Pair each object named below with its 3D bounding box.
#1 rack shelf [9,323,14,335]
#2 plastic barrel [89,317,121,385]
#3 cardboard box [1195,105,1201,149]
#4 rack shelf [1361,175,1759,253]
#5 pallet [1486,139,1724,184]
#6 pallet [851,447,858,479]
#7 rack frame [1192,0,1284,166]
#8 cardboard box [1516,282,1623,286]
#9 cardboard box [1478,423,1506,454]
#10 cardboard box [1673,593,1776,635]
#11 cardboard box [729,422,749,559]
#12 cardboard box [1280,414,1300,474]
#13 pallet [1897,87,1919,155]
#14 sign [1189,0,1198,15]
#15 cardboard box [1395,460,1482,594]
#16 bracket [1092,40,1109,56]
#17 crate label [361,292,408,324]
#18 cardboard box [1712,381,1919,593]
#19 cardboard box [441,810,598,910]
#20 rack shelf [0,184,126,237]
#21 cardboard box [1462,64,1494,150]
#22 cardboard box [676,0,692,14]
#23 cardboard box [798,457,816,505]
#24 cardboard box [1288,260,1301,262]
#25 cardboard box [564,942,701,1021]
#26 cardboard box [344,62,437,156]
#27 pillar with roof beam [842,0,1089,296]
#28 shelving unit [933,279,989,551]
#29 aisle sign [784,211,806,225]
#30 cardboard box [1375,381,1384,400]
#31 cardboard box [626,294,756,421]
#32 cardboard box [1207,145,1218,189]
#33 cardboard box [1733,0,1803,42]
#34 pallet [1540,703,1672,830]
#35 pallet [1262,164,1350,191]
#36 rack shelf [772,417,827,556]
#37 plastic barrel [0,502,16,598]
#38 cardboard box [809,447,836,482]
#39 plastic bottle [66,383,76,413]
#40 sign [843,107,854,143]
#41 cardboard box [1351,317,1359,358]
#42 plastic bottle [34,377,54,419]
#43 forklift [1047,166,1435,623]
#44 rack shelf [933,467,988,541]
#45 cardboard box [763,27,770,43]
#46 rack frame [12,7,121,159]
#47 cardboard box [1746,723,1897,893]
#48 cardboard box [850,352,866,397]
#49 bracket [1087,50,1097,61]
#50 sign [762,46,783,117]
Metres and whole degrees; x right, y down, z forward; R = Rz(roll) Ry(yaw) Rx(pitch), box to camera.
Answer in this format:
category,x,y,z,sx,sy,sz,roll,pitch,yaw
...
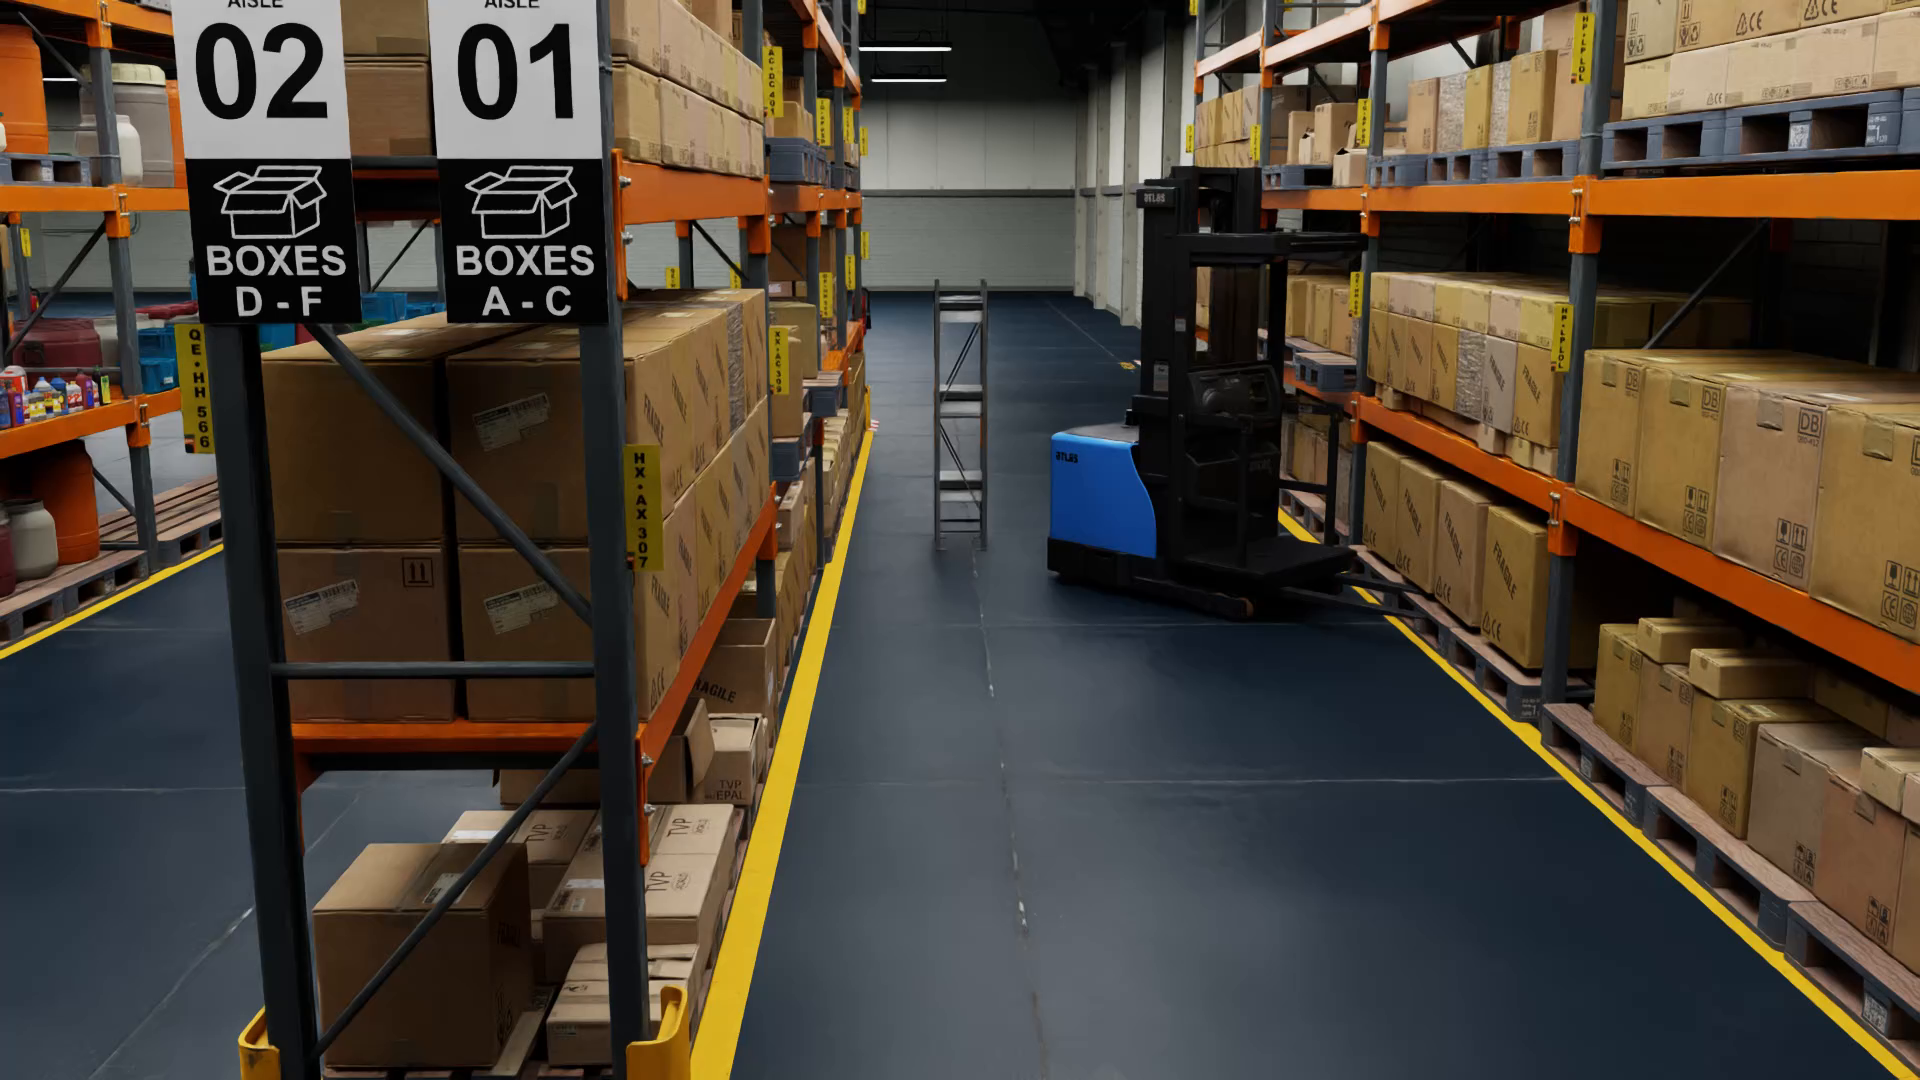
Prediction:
category,x,y,z,sx,sy,sz,roll,pitch,yaw
rack shelf,-11.546,-2.045,17.906,1.077,0.370,4.000,0,11,-1
plastic barrel,-6.705,-1.484,13.048,0.421,0.512,0.421,0,11,0
cardboard box,3.035,-4.798,19.303,0.500,0.500,0.500,-1,12,-5
rack shelf,3.476,-1.986,10.070,1.077,0.370,4.000,0,11,-1
pallet,3.450,-2.029,8.955,0.805,0.209,1.217,-1,11,-3
pallet,-1.575,-0.832,17.129,1.003,0.211,1.213,0,11,-1
rack frame,3.270,-5.797,19.498,1.000,3.000,0.127,0,11,-1
cardboard box,3.729,-1.443,10.192,0.500,0.250,0.500,-1,11,-2
cardboard box,3.174,-0.578,9.445,0.380,0.149,0.250,0,11,-1
cardboard box,3.626,0.350,7.890,0.380,0.149,0.250,0,11,-1
cardboard box,-1.143,-0.196,6.730,0.500,0.500,0.500,0,11,0
cardboard box,3.384,-0.906,15.659,0.700,0.500,0.500,0,11,1
pallet,3.575,-1.250,4.855,1.003,0.211,1.213,0,11,-1
sign,2.727,-6.291,19.387,0.100,0.325,0.005,0,11,-1
cardboard box,3.331,-0.098,10.847,0.750,0.750,0.750,0,11,-1
bracket,3.360,-11.600,39.050,0.076,0.066,4.783,0,11,-1
crate label,-6.327,-2.468,18.093,0.502,0.435,0.616,0,11,-1
cardboard box,3.547,-0.220,6.347,0.980,0.700,0.700,-1,11,-4
cardboard box,-1.599,1.181,6.003,0.500,0.250,0.500,0,11,-1
rack shelf,-6.428,-1.945,9.869,1.077,0.370,4.000,0,11,-1
cardboard box,3.564,-2.690,10.370,0.700,0.500,0.500,0,11,2
cardboard box,-1.339,-2.064,5.880,0.700,0.500,0.500,0,11,-1
cardboard box,-1.258,-0.407,11.316,0.500,0.250,0.500,0,11,1
cardboard box,3.508,-2.865,18.576,0.500,0.500,0.500,-1,11,-3
cardboard box,-1.022,1.384,5.214,0.380,0.166,0.250,0,11,-1
cardboard box,-1.626,-1.152,4.528,0.500,0.250,0.500,0,11,-1
pillar with roof beam,-0.775,-11.607,48.138,9.100,9.000,0.548,0,11,-1
shelving unit,0.003,-0.996,13.188,0.431,2.100,0.503,0,11,-1
aisle sign,-1.990,-4.121,19.791,0.394,0.787,0.004,0,11,-1
cardboard box,3.210,-1.087,11.952,0.380,0.149,0.250,0,11,-2
cardboard box,-1.152,-0.788,7.131,0.500,0.500,0.500,0,11,-2
cardboard box,3.017,-4.108,18.416,0.500,0.500,0.500,0,11,1
cardboard box,3.285,-2.147,6.236,0.500,0.500,0.500,0,11,-1
pallet,3.455,1.047,7.868,1.003,0.211,1.213,0,11,-1
pallet,3.283,-3.110,14.273,1.213,0.211,1.003,0,11,-1
rack shelf,-1.476,-0.495,10.264,1.077,0.370,4.000,0,11,-1
plastic barrel,-6.419,0.072,10.668,0.600,0.588,0.708,0,11,-1
cardboard box,-1.254,-0.588,13.362,0.500,0.311,0.500,-1,11,-3
plastic bottle,-6.044,-0.961,11.253,0.097,0.201,0.097,0,11,0
sign,-1.058,-3.922,15.711,0.100,0.325,0.005,0,11,-1
cardboard box,3.415,-1.624,12.663,0.700,0.500,0.500,-2,12,-8
plastic bottle,-6.038,-0.938,10.960,0.097,0.271,0.097,0,11,0
forklift,2.014,-1.010,11.164,1.130,2.935,3.031,-11,16,-42
rack shelf,0.003,-0.297,13.330,0.431,0.518,0.480,0,11,-1
cardboard box,-1.504,-3.066,10.817,0.500,0.500,0.500,0,11,-1
rack frame,-6.470,-4.166,11.459,1.000,3.000,0.127,0,11,-1
cardboard box,3.465,1.005,6.291,0.700,0.500,0.500,-1,11,-3
cardboard box,-1.374,-1.956,19.629,0.500,0.500,0.500,0,11,-1
bracket,3.307,-12.112,41.574,0.235,0.232,0.430,0,11,-1
sign,-0.892,-2.177,7.902,0.100,0.325,0.005,0,11,-1
